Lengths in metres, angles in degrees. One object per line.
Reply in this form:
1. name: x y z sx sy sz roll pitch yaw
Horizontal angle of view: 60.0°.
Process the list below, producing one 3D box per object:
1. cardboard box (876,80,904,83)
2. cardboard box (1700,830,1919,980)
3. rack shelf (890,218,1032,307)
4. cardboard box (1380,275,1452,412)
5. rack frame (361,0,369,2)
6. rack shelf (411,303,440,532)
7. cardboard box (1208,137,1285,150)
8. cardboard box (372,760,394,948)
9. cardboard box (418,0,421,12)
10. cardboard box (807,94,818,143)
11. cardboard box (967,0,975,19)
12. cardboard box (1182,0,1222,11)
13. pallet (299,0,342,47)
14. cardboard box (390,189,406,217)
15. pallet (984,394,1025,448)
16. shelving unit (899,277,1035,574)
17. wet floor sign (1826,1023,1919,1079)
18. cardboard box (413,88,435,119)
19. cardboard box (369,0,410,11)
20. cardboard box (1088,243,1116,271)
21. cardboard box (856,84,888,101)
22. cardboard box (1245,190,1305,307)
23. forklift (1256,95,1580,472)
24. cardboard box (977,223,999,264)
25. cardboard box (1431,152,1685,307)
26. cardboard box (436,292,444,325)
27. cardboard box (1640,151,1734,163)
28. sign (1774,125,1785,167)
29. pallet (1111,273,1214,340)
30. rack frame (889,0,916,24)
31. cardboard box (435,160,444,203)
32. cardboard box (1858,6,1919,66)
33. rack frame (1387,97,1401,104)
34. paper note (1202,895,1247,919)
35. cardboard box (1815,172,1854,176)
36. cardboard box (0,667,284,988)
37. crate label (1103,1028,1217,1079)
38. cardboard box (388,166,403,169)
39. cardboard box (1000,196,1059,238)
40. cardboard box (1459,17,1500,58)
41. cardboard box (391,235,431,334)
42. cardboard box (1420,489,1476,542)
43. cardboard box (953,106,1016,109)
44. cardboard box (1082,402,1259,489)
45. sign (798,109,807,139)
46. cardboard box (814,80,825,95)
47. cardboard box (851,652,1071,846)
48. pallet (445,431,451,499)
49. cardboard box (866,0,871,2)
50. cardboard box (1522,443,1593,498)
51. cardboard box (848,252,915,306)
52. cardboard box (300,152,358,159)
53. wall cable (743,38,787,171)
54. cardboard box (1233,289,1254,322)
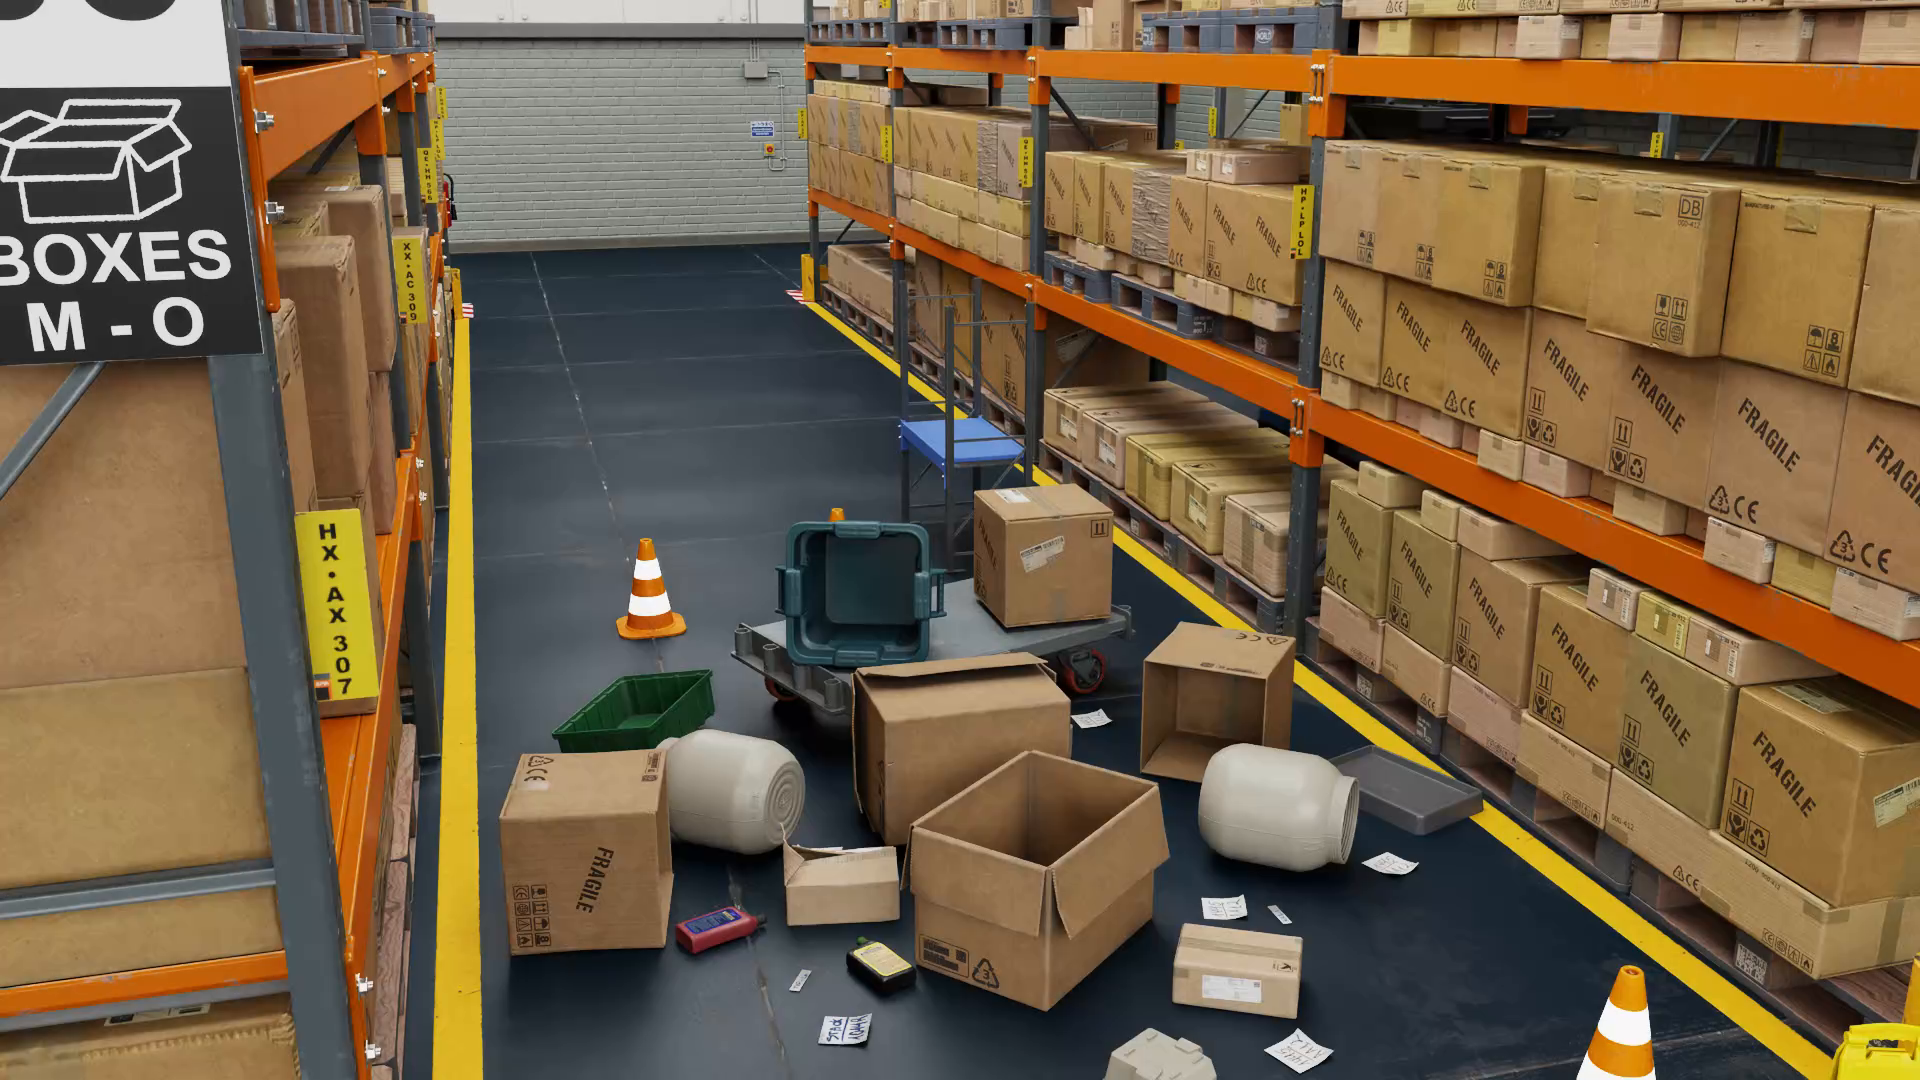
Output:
1. cardboard box: -0.688 -4.862 17.885 0.380 0.149 0.250 -5 17 -16
2. cardboard box: 2.686 1.091 5.155 0.500 0.250 0.500 -5 17 -16
3. rack shelf: 0.425 -2.237 13.436 1.077 0.370 4.000 -5 17 -15
4. cardboard box: 2.088 -0.832 6.816 0.500 0.500 0.500 -5 17 -15
5. rack frame: -2.657 -3.376 5.548 1.000 3.000 0.127 -5 17 -15
6. rack shelf: -3.207 -0.711 8.357 1.077 0.370 4.000 -5 17 -15
7. cardboard box: 1.696 -2.300 9.848 0.380 0.149 0.250 -6 18 -18
8. cardboard box: -2.300 0.742 5.230 0.875 0.875 0.875 -5 17 -15
9. cardboard box: -4.757 -4.472 13.803 0.500 0.250 0.500 -4 17 -13
10. cardboard box: -1.365 -4.613 18.182 0.500 0.500 0.500 -5 17 -16
11. cardboard box: 0.260 -3.955 12.194 0.396 0.266 0.258 -5 17 -17
12. cardboard box: 1.501 -2.919 8.774 0.500 0.250 0.500 -4 17 -15
13. pallet: -2.111 -1.333 4.115 1.003 0.211 1.213 -5 17 -15
14. cardboard box: -3.699 -2.119 10.466 0.380 0.149 0.250 -5 17 -15
15. pallet: 0.831 -0.917 12.638 1.003 0.211 1.213 -5 17 -15
16. shelving unit: 0.023 -0.695 9.658 0.538 1.500 1.048 -5 17 -15
17. wet floor sign: 2.197 1.449 4.006 0.267 0.644 0.232 1 17 4
18. cardboard box: -5.011 -3.813 15.002 0.500 0.500 0.500 -4 17 -14
19. cardboard box: -3.658 -3.273 10.245 0.500 0.500 0.500 -5 17 -15
20. cardboard box: 1.018 -1.767 10.326 0.380 0.149 0.250 -5 17 -15
21. cardboard box: -0.805 -4.391 16.316 0.380 0.149 0.250 -5 17 -16
22. cardboard box: 1.727 -1.423 8.055 0.500 0.500 0.500 -5 17 -16
23. forklift: 2.966 -1.604 10.197 1.130 2.935 3.031 -4 17 -14
24. cardboard box: 0.431 -2.216 12.376 0.500 0.250 0.500 -4 17 -14
25. cardboard box: 2.218 -1.168 6.199 0.700 0.500 0.500 -5 17 -16
26. cardboard box: -4.280 -1.749 12.874 0.500 0.250 0.500 -4 17 -13
27. cardboard box: 5.755 -2.826 13.241 0.500 0.500 0.500 -4 17 -13
28. sign: 6.279 -3.021 12.783 0.100 0.325 0.005 -5 17 -15
29. pallet: 1.558 -1.392 9.706 1.003 0.211 1.213 -5 17 -15
30. rack frame: -0.124 -6.008 14.311 1.000 3.000 0.127 -5 17 -15
31. cardboard box: -4.996 -3.341 15.171 0.500 0.500 0.500 -5 17 -16
32. cardboard box: 2.666 -1.351 4.458 0.380 0.149 0.250 -4 17 -14
33. rack frame: 4.647 -3.528 16.484 1.000 3.000 0.127 -5 17 -15
34. paper note: 0.911 1.261 5.721 0.148 0.019 0.142 1 17 4
35. cardboard box: 6.222 -2.566 11.981 0.380 0.149 0.250 -5 17 -15
36. cardboard box: -1.704 0.433 3.036 0.875 0.550 0.550 -5 17 -15
37. crate label: 0.566 1.508 4.695 0.298 0.136 0.250 16 23 42
38. cardboard box: -4.278 -2.699 12.396 0.380 0.149 0.250 -5 18 -17
39. cardboard box: 0.598 -2.310 11.820 0.500 0.250 0.500 -5 17 -15
40. cardboard box: 2.147 -1.924 6.365 0.380 0.149 0.250 -4 17 -14
41. cardboard box: -3.239 -1.416 9.277 0.500 0.500 0.500 -5 17 -15
42. cardboard box: 2.097 -0.110 6.723 0.380 0.149 0.250 -4 17 -13
43. cardboard box: 0.240 -3.558 14.671 0.500 0.500 0.500 -4 17 -13
44. cardboard box: 1.331 -0.610 10.608 0.950 0.372 0.625 -5 17 -16
45. sign: -1.759 -4.652 18.581 0.100 0.325 0.005 -5 17 -15
46. cardboard box: -1.392 -4.959 18.206 0.380 0.149 0.250 -4 17 -14
47. cardboard box: -0.008 0.771 6.274 0.797 0.637 0.503 -5 17 -15
48. pallet: -3.970 -0.490 11.216 1.003 0.211 1.213 -5 17 -15
49. cardboard box: -0.526 -5.240 15.886 0.797 0.503 0.637 -3 17 -11
50. cardboard box: 2.291 -0.267 6.064 0.380 0.149 0.250 -5 17 -15
51. cardboard box: -0.686 -2.788 17.744 0.875 0.438 0.875 -4 17 -14
52. cardboard box: -3.359 -1.729 8.583 0.700 0.500 0.500 -5 17 -16
53. wall cable: -2.796 -6.301 23.893 0.585 1.953 0.123 -5 17 -15
54. cardboard box: 1.612 -1.198 8.432 0.380 0.149 0.250 -5 17 -17
